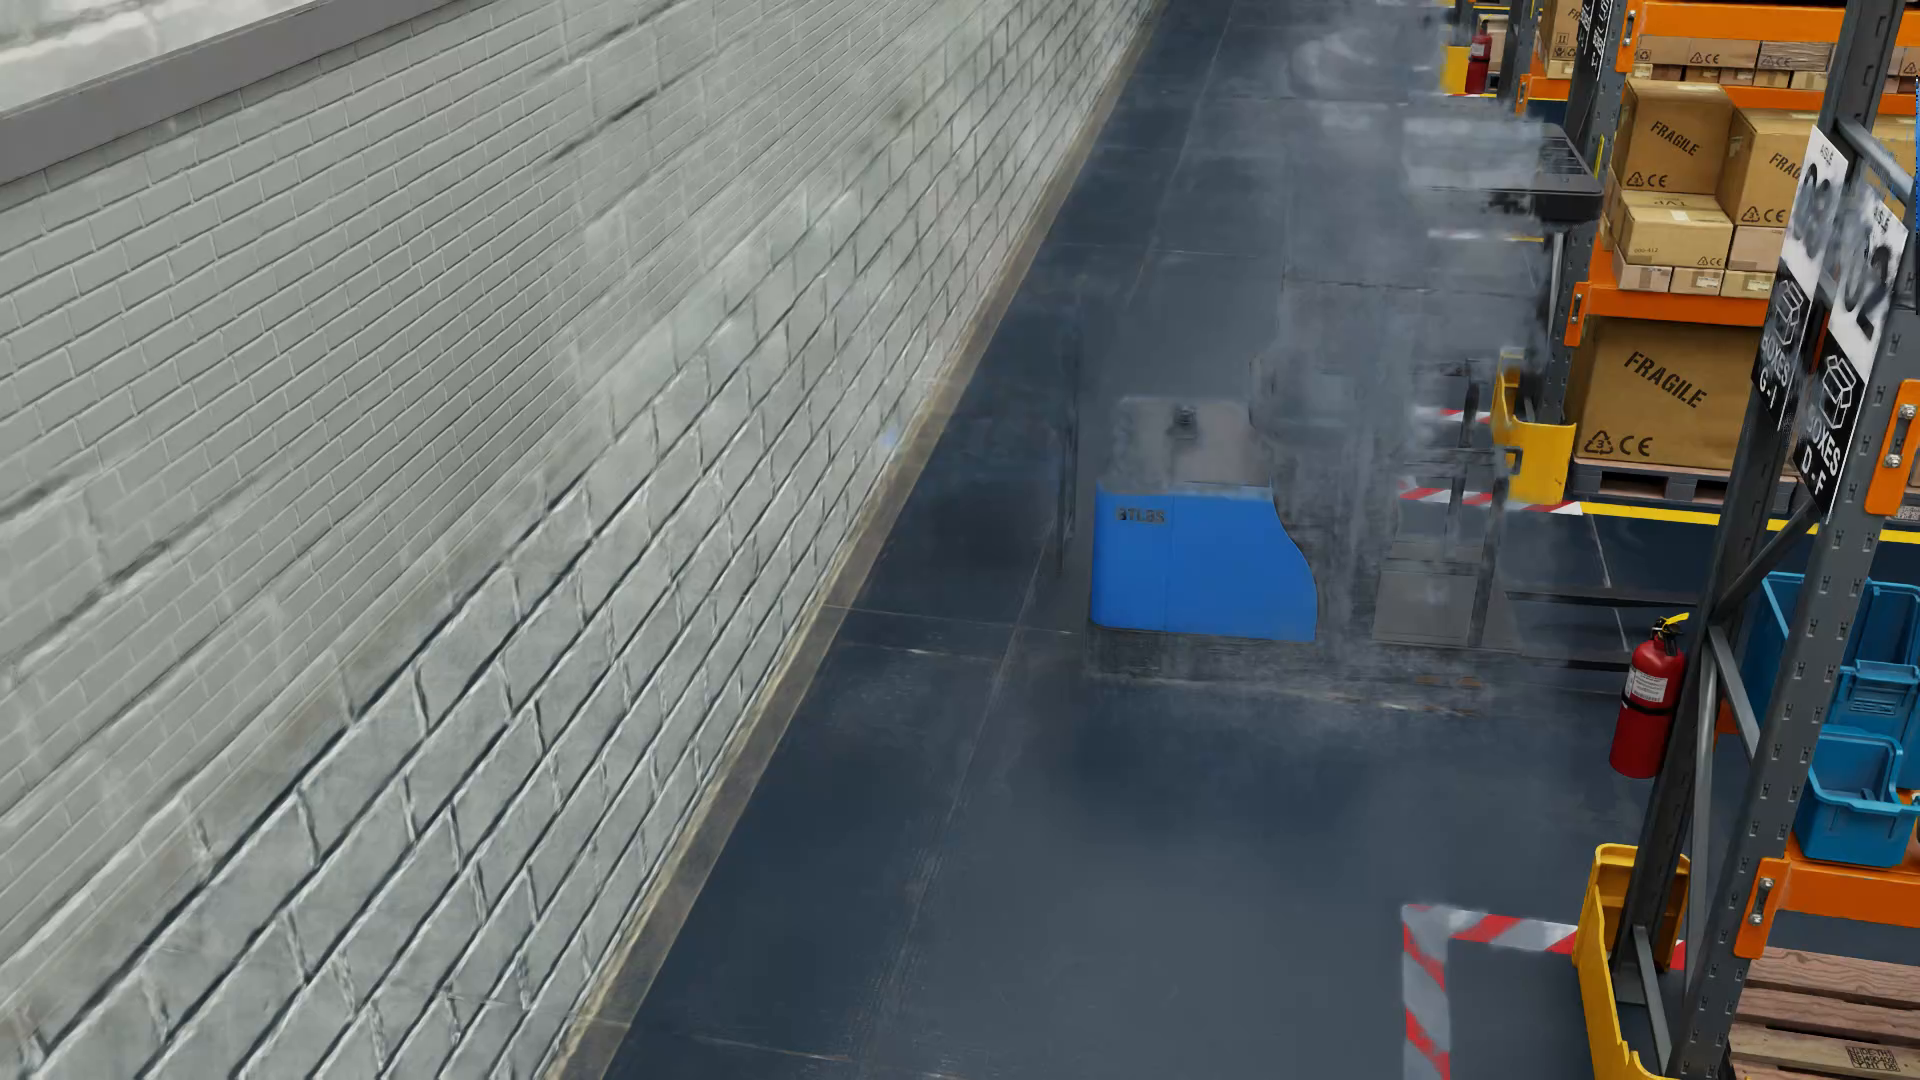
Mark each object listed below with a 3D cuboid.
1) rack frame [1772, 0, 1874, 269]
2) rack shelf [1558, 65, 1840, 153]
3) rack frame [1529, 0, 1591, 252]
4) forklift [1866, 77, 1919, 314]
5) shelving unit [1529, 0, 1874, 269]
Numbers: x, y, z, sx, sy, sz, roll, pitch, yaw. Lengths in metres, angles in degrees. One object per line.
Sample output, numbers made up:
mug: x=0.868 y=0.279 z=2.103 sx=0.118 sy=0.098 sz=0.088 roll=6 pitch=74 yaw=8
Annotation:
rack frame: x=0.581 y=-0.598 z=8.781 sx=0.032 sy=1.500 sz=0.500 roll=6 pitch=29 yaw=11
rack shelf: x=0.083 y=-0.492 z=8.961 sx=1.000 sy=0.185 sz=0.538 roll=6 pitch=29 yaw=11
rack frame: x=-0.414 y=-0.700 z=8.967 sx=0.032 sy=1.500 sz=0.500 roll=6 pitch=29 yaw=11
forklift: x=2.159 y=-0.747 z=7.562 sx=3.031 sy=2.935 sz=1.130 roll=4 pitch=29 yaw=7
shelving unit: x=0.083 y=-0.649 z=8.874 sx=1.048 sy=1.500 sz=0.538 roll=6 pitch=29 yaw=11
